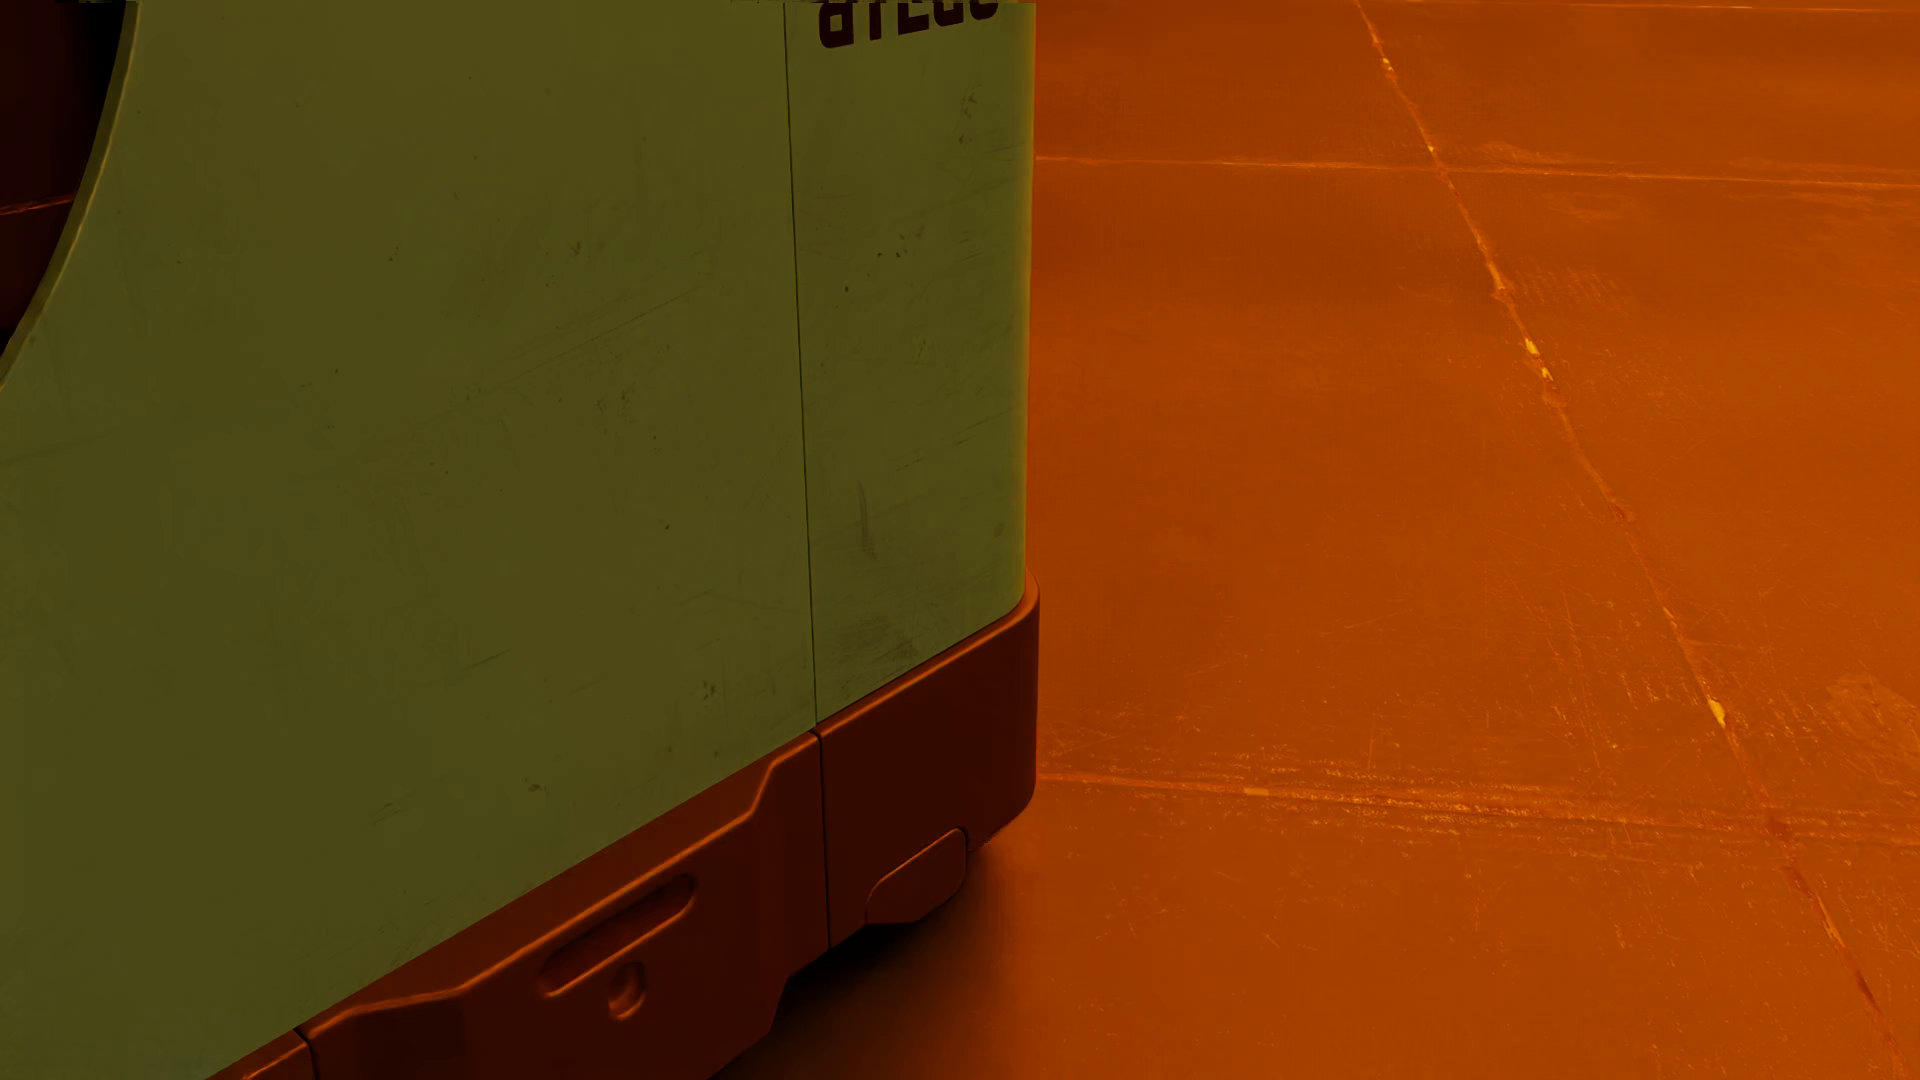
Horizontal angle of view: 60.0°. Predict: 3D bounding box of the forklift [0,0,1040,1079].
[{"bbox_3d":[-1.263,-0.631,0.481,1.130,2.935,3.031,21,33,36],"label":"forklift"}]
